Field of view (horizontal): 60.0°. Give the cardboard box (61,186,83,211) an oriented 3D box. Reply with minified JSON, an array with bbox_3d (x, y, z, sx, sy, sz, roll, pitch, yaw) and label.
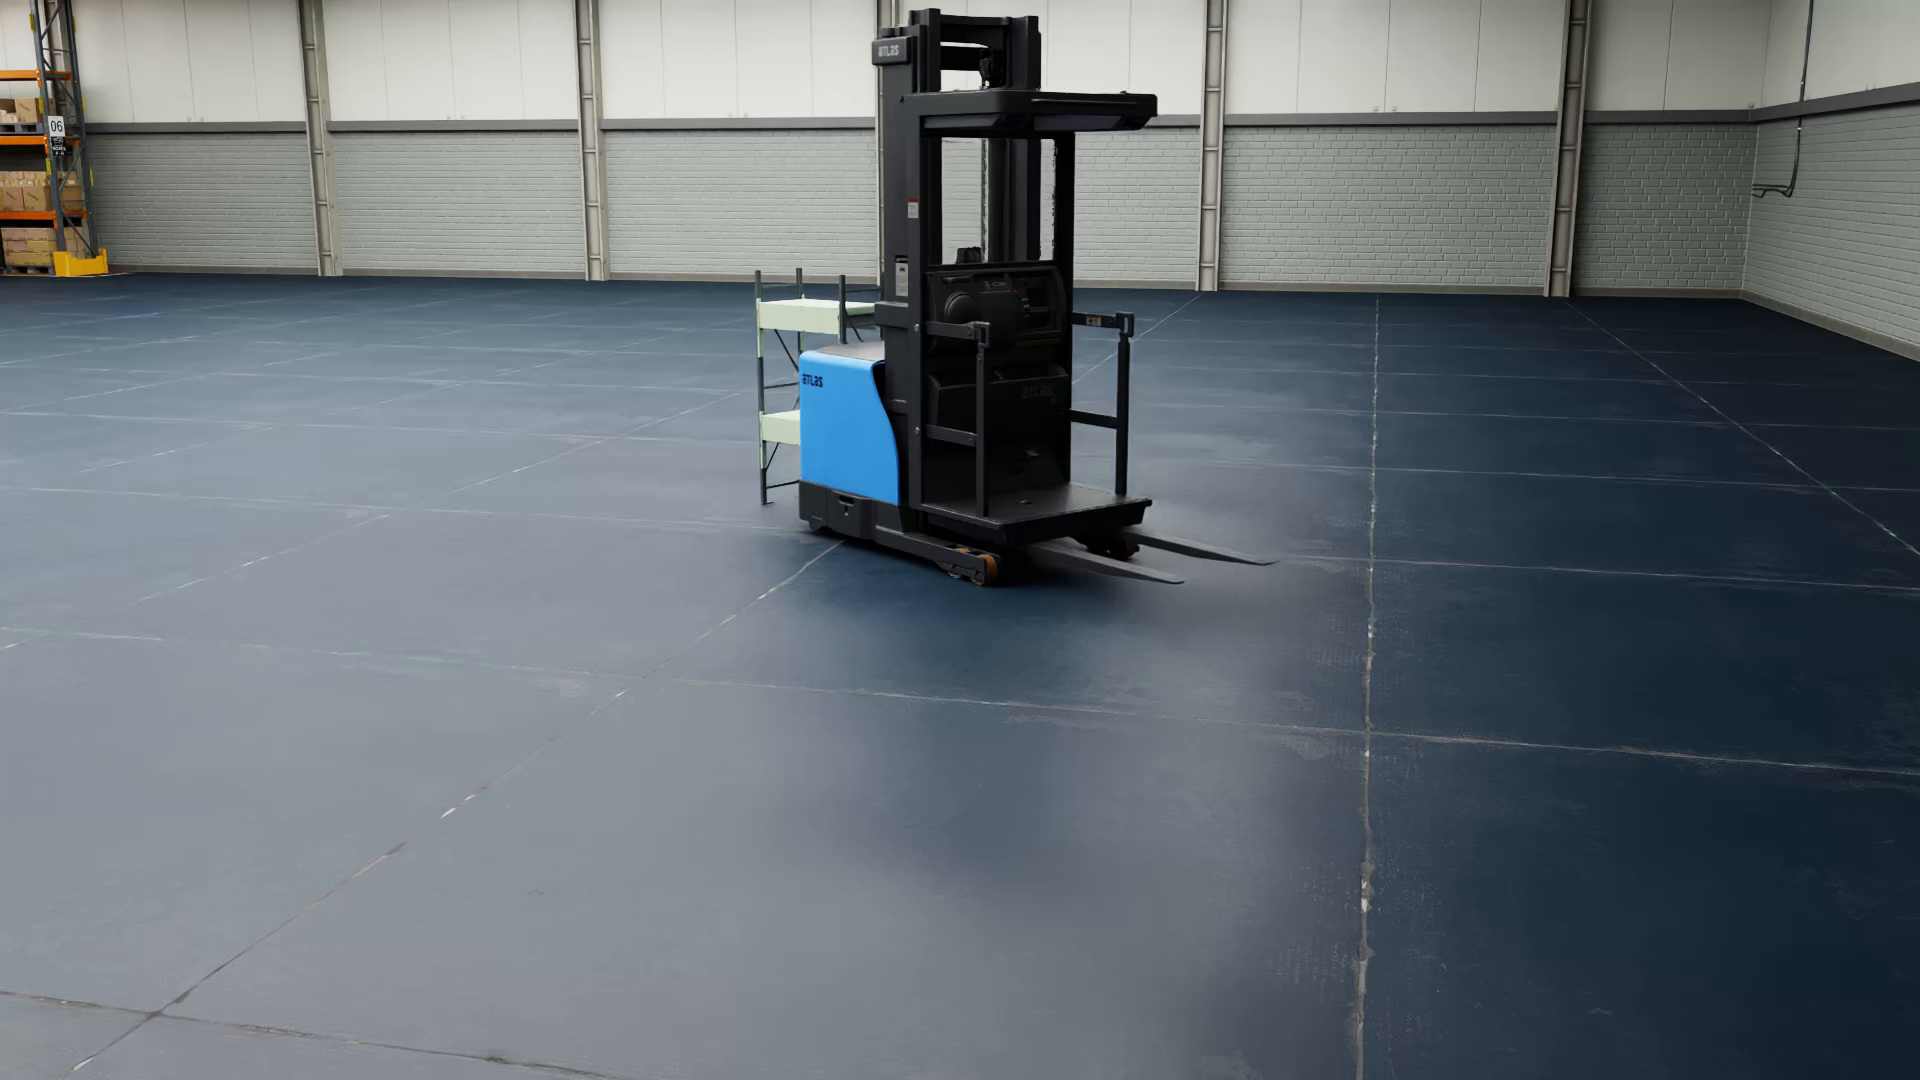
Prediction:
[{"bbox_3d":[-18.774,-7.147,34.789,0.500,0.500,0.500,3,13,15],"label":"cardboard box"}]

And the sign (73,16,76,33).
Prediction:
[{"bbox_3d":[-18.220,-10.592,34.178,0.005,0.325,0.100,3,13,14],"label":"sign"}]

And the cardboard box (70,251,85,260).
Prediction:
[{"bbox_3d":[-18.789,-5.943,34.974,0.500,0.250,0.500,3,13,14],"label":"cardboard box"}]

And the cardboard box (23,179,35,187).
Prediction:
[{"bbox_3d":[-19.018,-7.345,34.187,0.250,0.149,0.380,3,13,14],"label":"cardboard box"}]

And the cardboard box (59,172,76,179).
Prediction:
[{"bbox_3d":[-18.634,-7.587,34.589,0.250,0.149,0.380,3,13,12],"label":"cardboard box"}]

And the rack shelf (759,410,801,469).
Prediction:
[{"bbox_3d":[-0.874,-0.626,10.596,0.720,0.370,0.431,10,16,39],"label":"rack shelf"}]

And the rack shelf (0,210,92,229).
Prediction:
[{"bbox_3d":[-20.301,-6.766,34.967,4.000,0.370,1.077,3,13,14],"label":"rack shelf"}]

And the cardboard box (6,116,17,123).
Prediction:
[{"bbox_3d":[-19.237,-8.588,33.973,0.250,0.149,0.380,3,13,12],"label":"cardboard box"}]

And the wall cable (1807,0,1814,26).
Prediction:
[{"bbox_3d":[12.202,-8.561,23.054,0.112,2.526,3.097,3,13,14],"label":"wall cable"}]

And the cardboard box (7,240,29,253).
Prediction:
[{"bbox_3d":[-19.391,-6.108,34.564,0.500,0.250,0.500,3,13,13],"label":"cardboard box"}]

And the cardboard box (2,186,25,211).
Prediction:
[{"bbox_3d":[-19.402,-7.062,34.407,0.500,0.500,0.500,3,13,15],"label":"cardboard box"}]

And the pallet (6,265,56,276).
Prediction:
[{"bbox_3d":[-19.112,-5.683,34.862,1.213,0.211,1.003,3,13,14],"label":"pallet"}]

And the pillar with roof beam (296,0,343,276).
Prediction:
[{"bbox_3d":[-14.026,-8.951,29.305,0.400,9.000,9.100,3,13,14],"label":"pillar with roof beam"}]

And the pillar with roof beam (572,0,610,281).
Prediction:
[{"bbox_3d":[-8.200,-8.640,27.901,0.400,9.000,9.100,3,13,14],"label":"pillar with roof beam"}]

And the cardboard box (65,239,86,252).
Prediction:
[{"bbox_3d":[-18.766,-6.189,34.926,0.500,0.250,0.500,3,13,15],"label":"cardboard box"}]

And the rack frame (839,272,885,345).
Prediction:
[{"bbox_3d":[-0.592,-0.893,10.296,0.023,1.500,0.400,10,16,39],"label":"rack frame"}]

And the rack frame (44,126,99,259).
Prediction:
[{"bbox_3d":[-18.359,-7.014,34.421,0.127,3.000,1.000,3,13,14],"label":"rack frame"}]

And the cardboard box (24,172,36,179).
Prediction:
[{"bbox_3d":[-19.005,-7.505,34.220,0.250,0.149,0.380,3,13,14],"label":"cardboard box"}]

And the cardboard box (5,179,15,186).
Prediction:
[{"bbox_3d":[-19.494,-7.387,34.375,0.250,0.149,0.380,3,13,13],"label":"cardboard box"}]

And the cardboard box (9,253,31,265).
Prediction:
[{"bbox_3d":[-19.372,-5.862,34.609,0.500,0.250,0.500,3,13,14],"label":"cardboard box"}]

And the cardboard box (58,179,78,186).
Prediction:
[{"bbox_3d":[-18.627,-7.451,34.665,0.250,0.149,0.380,3,13,12],"label":"cardboard box"}]

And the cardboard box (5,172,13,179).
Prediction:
[{"bbox_3d":[-19.489,-7.541,34.384,0.250,0.149,0.380,3,13,14],"label":"cardboard box"}]

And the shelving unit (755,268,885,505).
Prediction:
[{"bbox_3d":[-0.874,-0.944,10.525,0.755,1.500,0.431,10,16,39],"label":"shelving unit"}]

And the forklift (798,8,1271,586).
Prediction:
[{"bbox_3d":[0.339,-1.313,8.887,1.130,2.935,3.031,-10,16,-37],"label":"forklift"}]

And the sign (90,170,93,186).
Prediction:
[{"bbox_3d":[-18.221,-7.591,34.843,0.005,0.325,0.100,3,13,14],"label":"sign"}]

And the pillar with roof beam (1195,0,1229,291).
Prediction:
[{"bbox_3d":[3.450,-8.017,25.094,0.400,9.000,9.100,3,13,14],"label":"pillar with roof beam"}]

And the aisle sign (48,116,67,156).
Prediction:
[{"bbox_3d":[-18.366,-8.218,33.846,0.004,0.787,0.394,3,13,14],"label":"aisle sign"}]

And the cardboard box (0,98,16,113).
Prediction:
[{"bbox_3d":[-19.818,-8.827,34.236,0.500,0.500,0.700,3,13,14],"label":"cardboard box"}]

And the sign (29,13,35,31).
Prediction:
[{"bbox_3d":[-18.503,-10.324,33.151,0.005,0.325,0.100,3,13,14],"label":"sign"}]

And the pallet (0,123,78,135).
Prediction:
[{"bbox_3d":[-19.040,-8.477,34.296,1.213,0.211,1.003,3,13,14],"label":"pallet"}]

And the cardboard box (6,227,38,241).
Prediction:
[{"bbox_3d":[-19.378,-6.348,34.491,0.500,0.250,0.500,3,13,15],"label":"cardboard box"}]

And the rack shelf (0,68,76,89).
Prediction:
[{"bbox_3d":[-20.301,-9.500,34.360,4.000,0.370,1.077,3,13,14],"label":"rack shelf"}]
